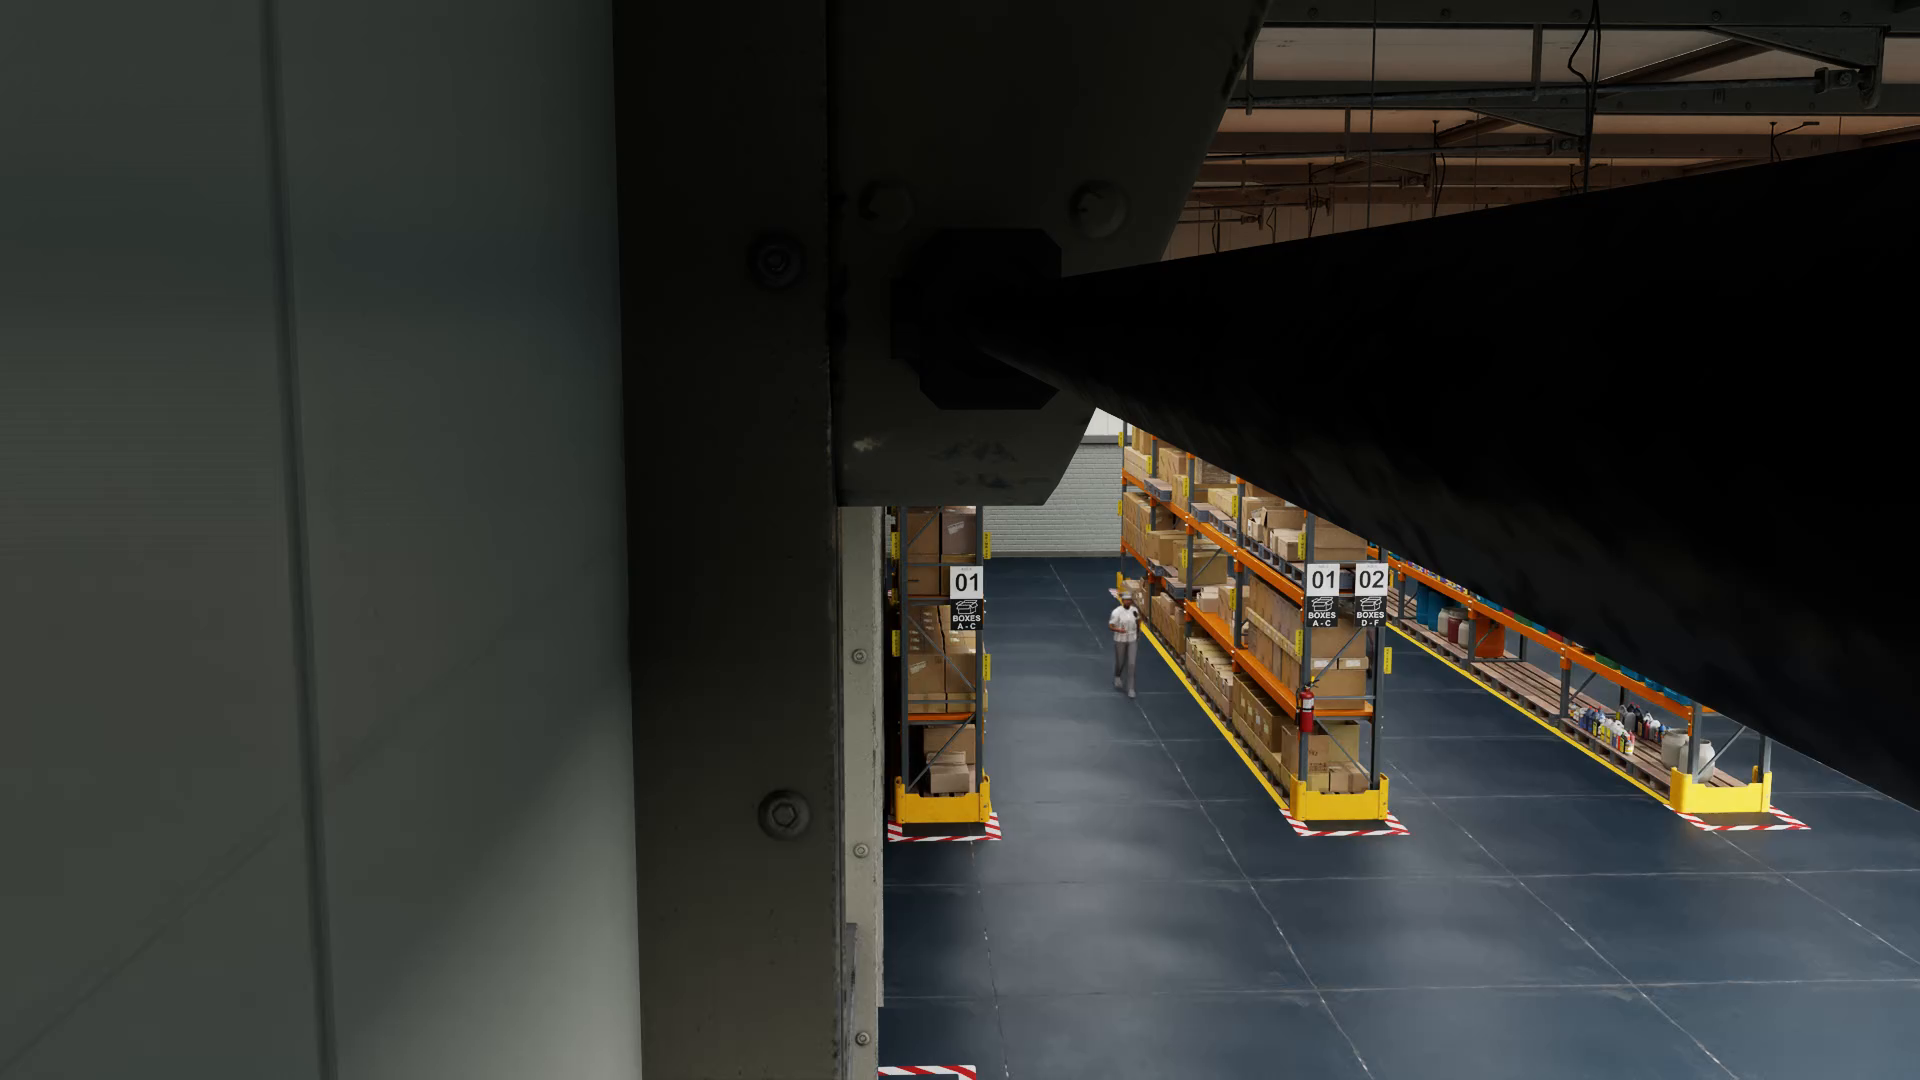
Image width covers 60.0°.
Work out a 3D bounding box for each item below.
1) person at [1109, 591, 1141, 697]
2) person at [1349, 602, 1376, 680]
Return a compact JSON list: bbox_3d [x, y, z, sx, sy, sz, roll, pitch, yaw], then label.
[{"bbox_3d":[2.703,1.655,27.197,0.562,1.685,0.891,-1,8,-7],"label":"person"},{"bbox_3d":[6.940,1.515,28.422,0.661,1.742,0.707,-1,8,-6],"label":"person"}]
